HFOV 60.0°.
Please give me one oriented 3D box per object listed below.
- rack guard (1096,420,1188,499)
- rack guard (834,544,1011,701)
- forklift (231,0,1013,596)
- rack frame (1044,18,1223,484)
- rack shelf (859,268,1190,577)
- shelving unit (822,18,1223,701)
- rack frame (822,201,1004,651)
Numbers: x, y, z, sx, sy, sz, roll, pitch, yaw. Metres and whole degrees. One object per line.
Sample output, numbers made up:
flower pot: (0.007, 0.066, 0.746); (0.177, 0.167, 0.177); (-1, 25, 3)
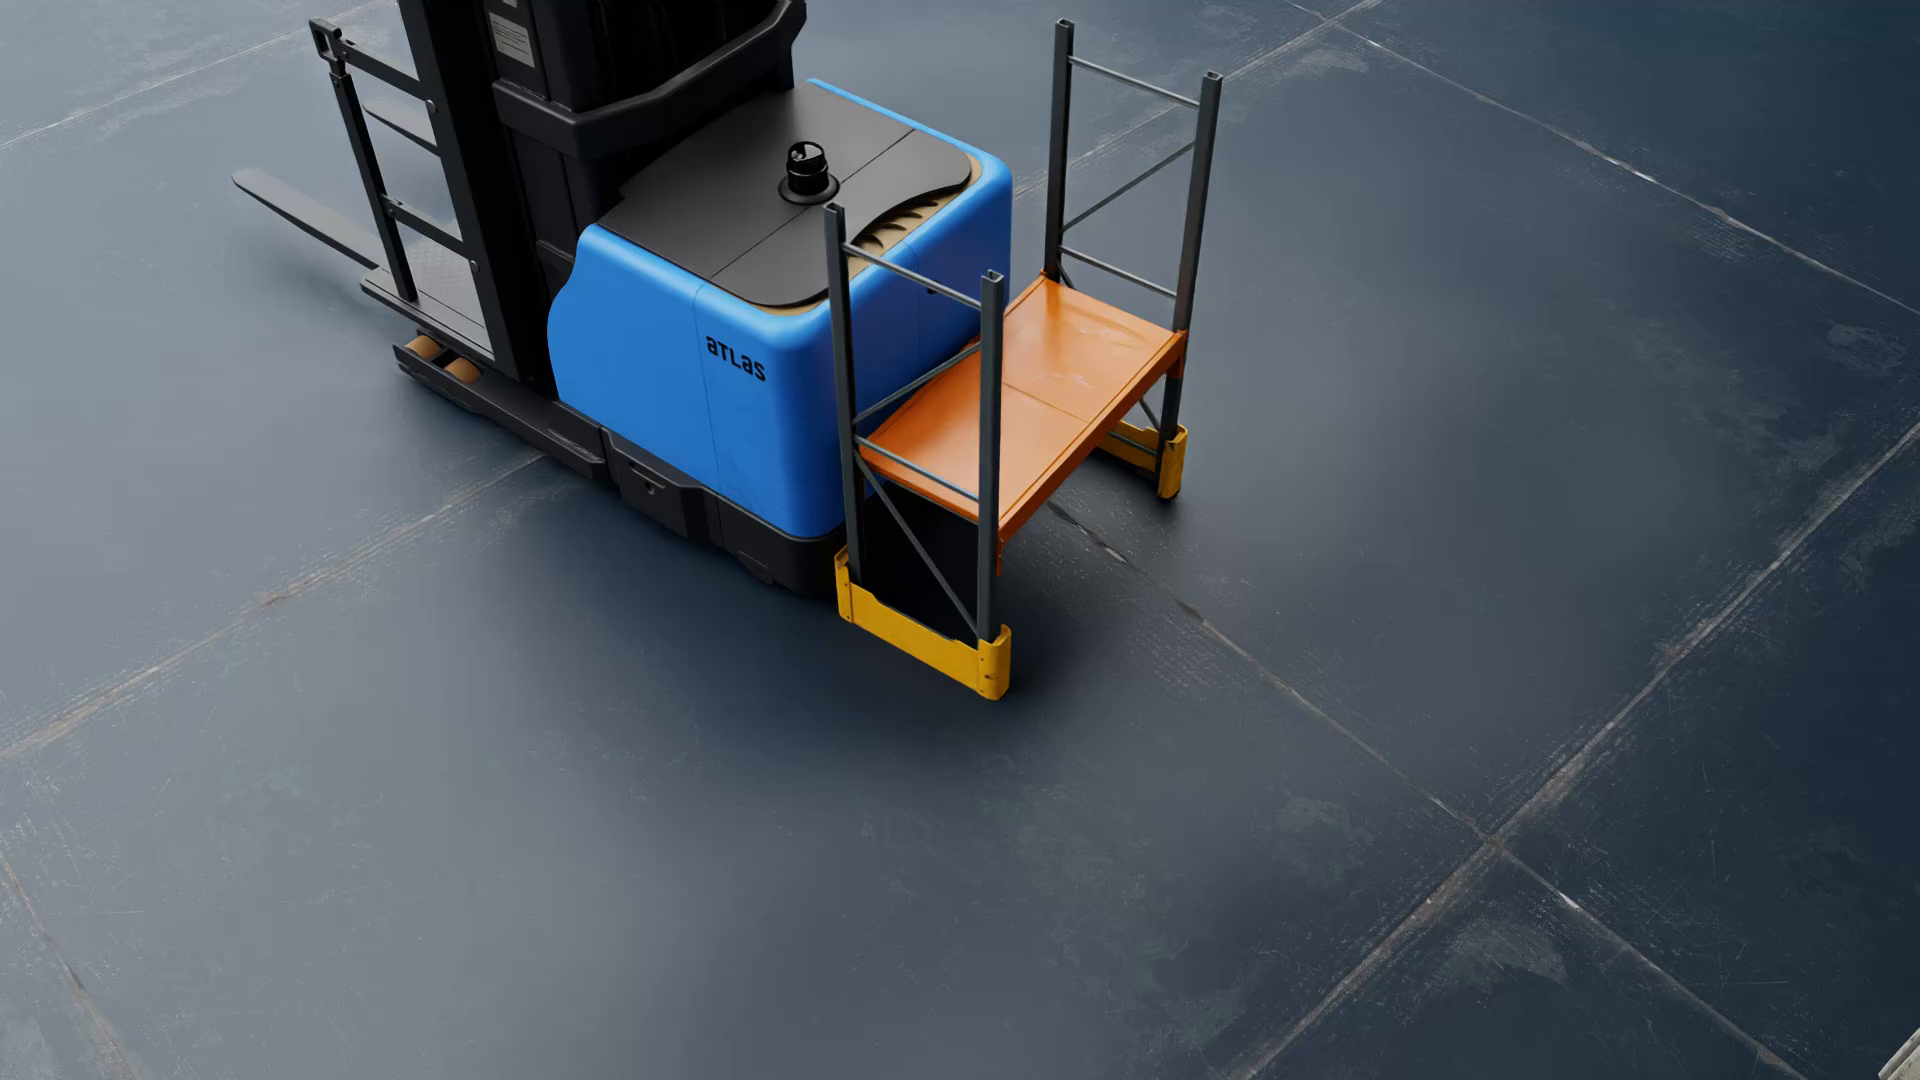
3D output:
rack guard: (0.460, -0.361, 5.413); (0.587, 0.250, 0.087); (27, 53, 23)
rack guard: (-0.112, 0.238, 4.860); (0.587, 0.250, 0.087); (27, 53, 23)
forklift: (-1.313, -1.725, 4.847); (3.031, 2.935, 1.130); (29, 54, 24)
rack frame: (0.471, -0.796, 4.964); (0.500, 1.500, 0.032); (27, 53, 23)
rack shelf: (0.179, -0.369, 4.814); (0.538, 0.185, 1.000); (27, 53, 23)
shelving unit: (0.174, -0.485, 4.677); (0.587, 1.500, 1.083); (27, 53, 23)
rack frame: (-0.113, -0.185, 4.400); (0.500, 1.500, 0.032); (27, 53, 23)
